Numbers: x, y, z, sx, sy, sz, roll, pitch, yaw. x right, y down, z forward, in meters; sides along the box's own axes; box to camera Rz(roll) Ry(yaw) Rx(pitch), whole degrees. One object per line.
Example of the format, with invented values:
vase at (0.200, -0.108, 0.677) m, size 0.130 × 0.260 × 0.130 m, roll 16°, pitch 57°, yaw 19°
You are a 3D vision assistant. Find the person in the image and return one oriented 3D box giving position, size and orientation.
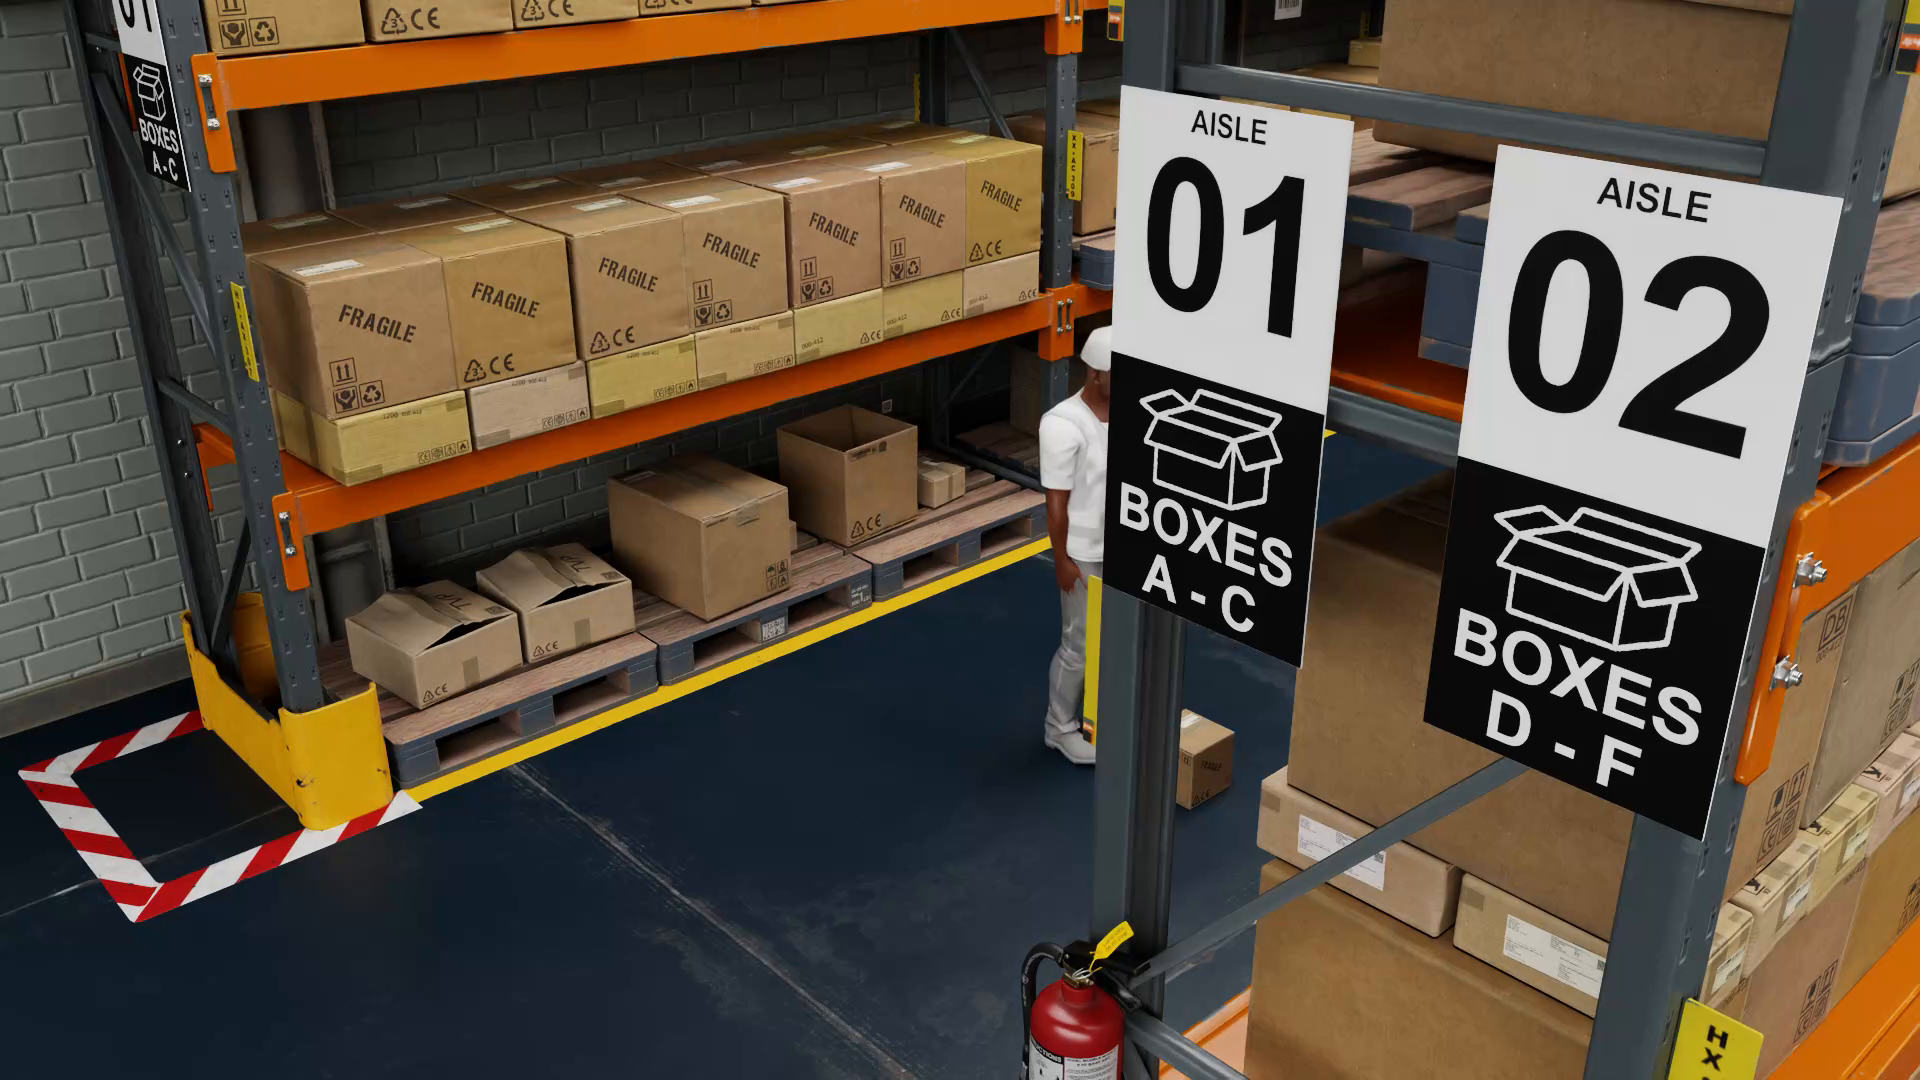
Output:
person at (0.562, 0.013, 6.546) m, size 0.566 × 1.762 × 0.362 m, roll -20°, pitch 31°, yaw -38°
